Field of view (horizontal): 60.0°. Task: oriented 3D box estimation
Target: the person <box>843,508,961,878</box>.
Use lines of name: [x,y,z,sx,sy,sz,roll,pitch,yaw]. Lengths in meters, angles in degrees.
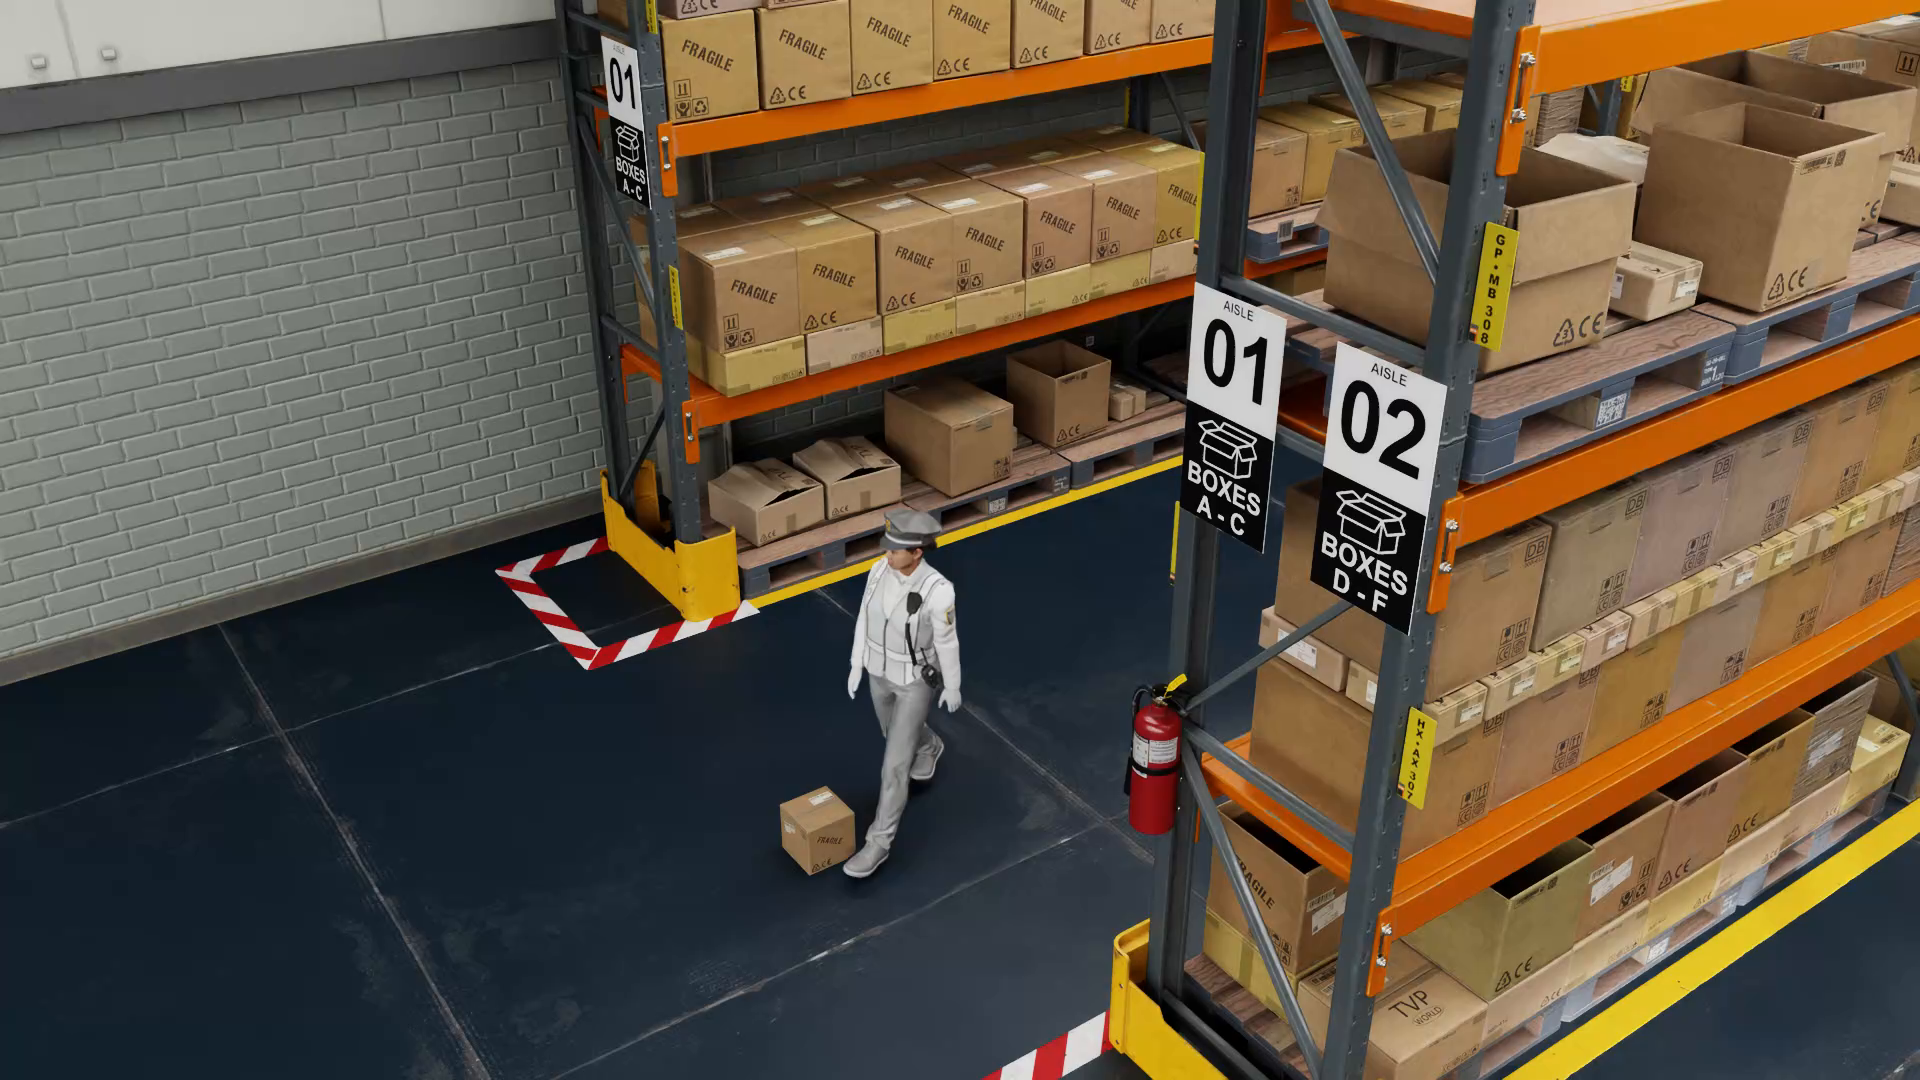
person: [-0.297,0.621,7.517,0.512,1.619,0.988,20,35,33]
